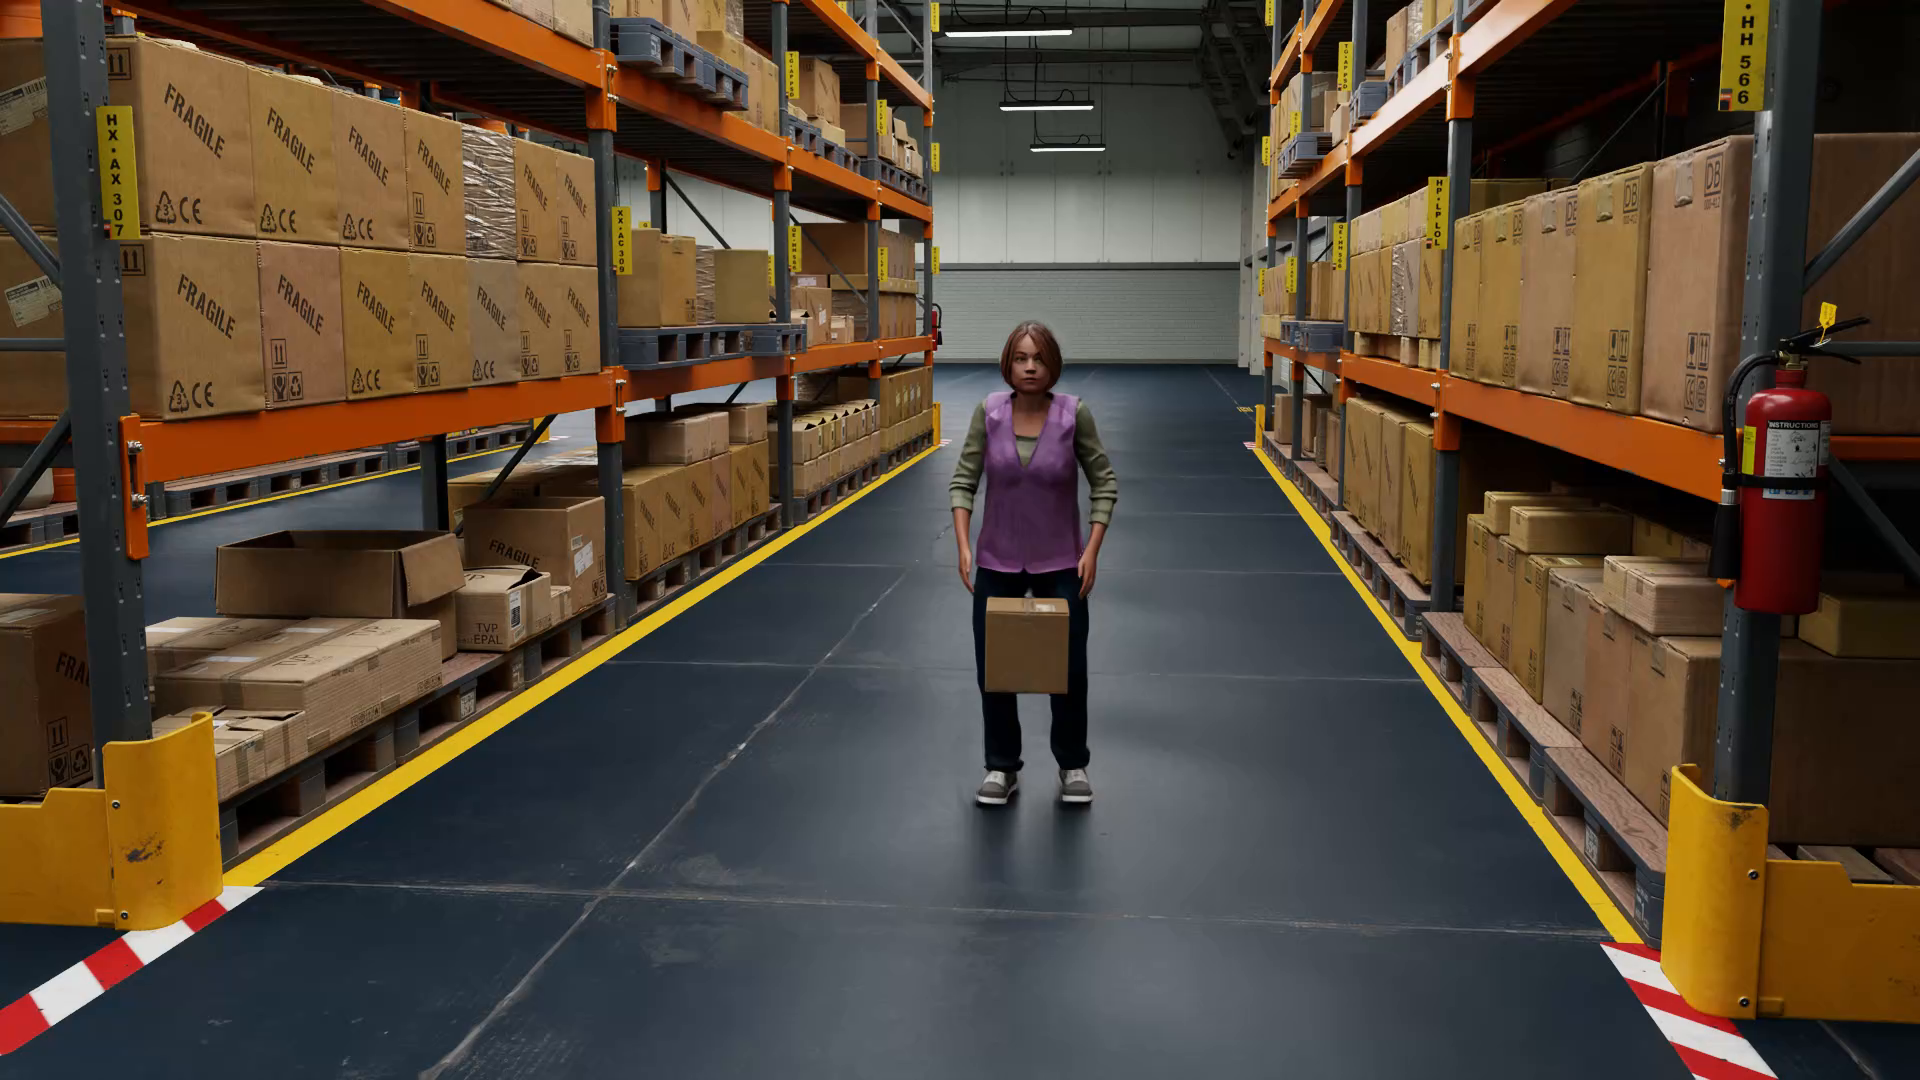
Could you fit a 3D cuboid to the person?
[{"bbox_3d":[0.231,0.092,5.300,0.536,1.563,0.443,1,8,9],"label":"person"}]
